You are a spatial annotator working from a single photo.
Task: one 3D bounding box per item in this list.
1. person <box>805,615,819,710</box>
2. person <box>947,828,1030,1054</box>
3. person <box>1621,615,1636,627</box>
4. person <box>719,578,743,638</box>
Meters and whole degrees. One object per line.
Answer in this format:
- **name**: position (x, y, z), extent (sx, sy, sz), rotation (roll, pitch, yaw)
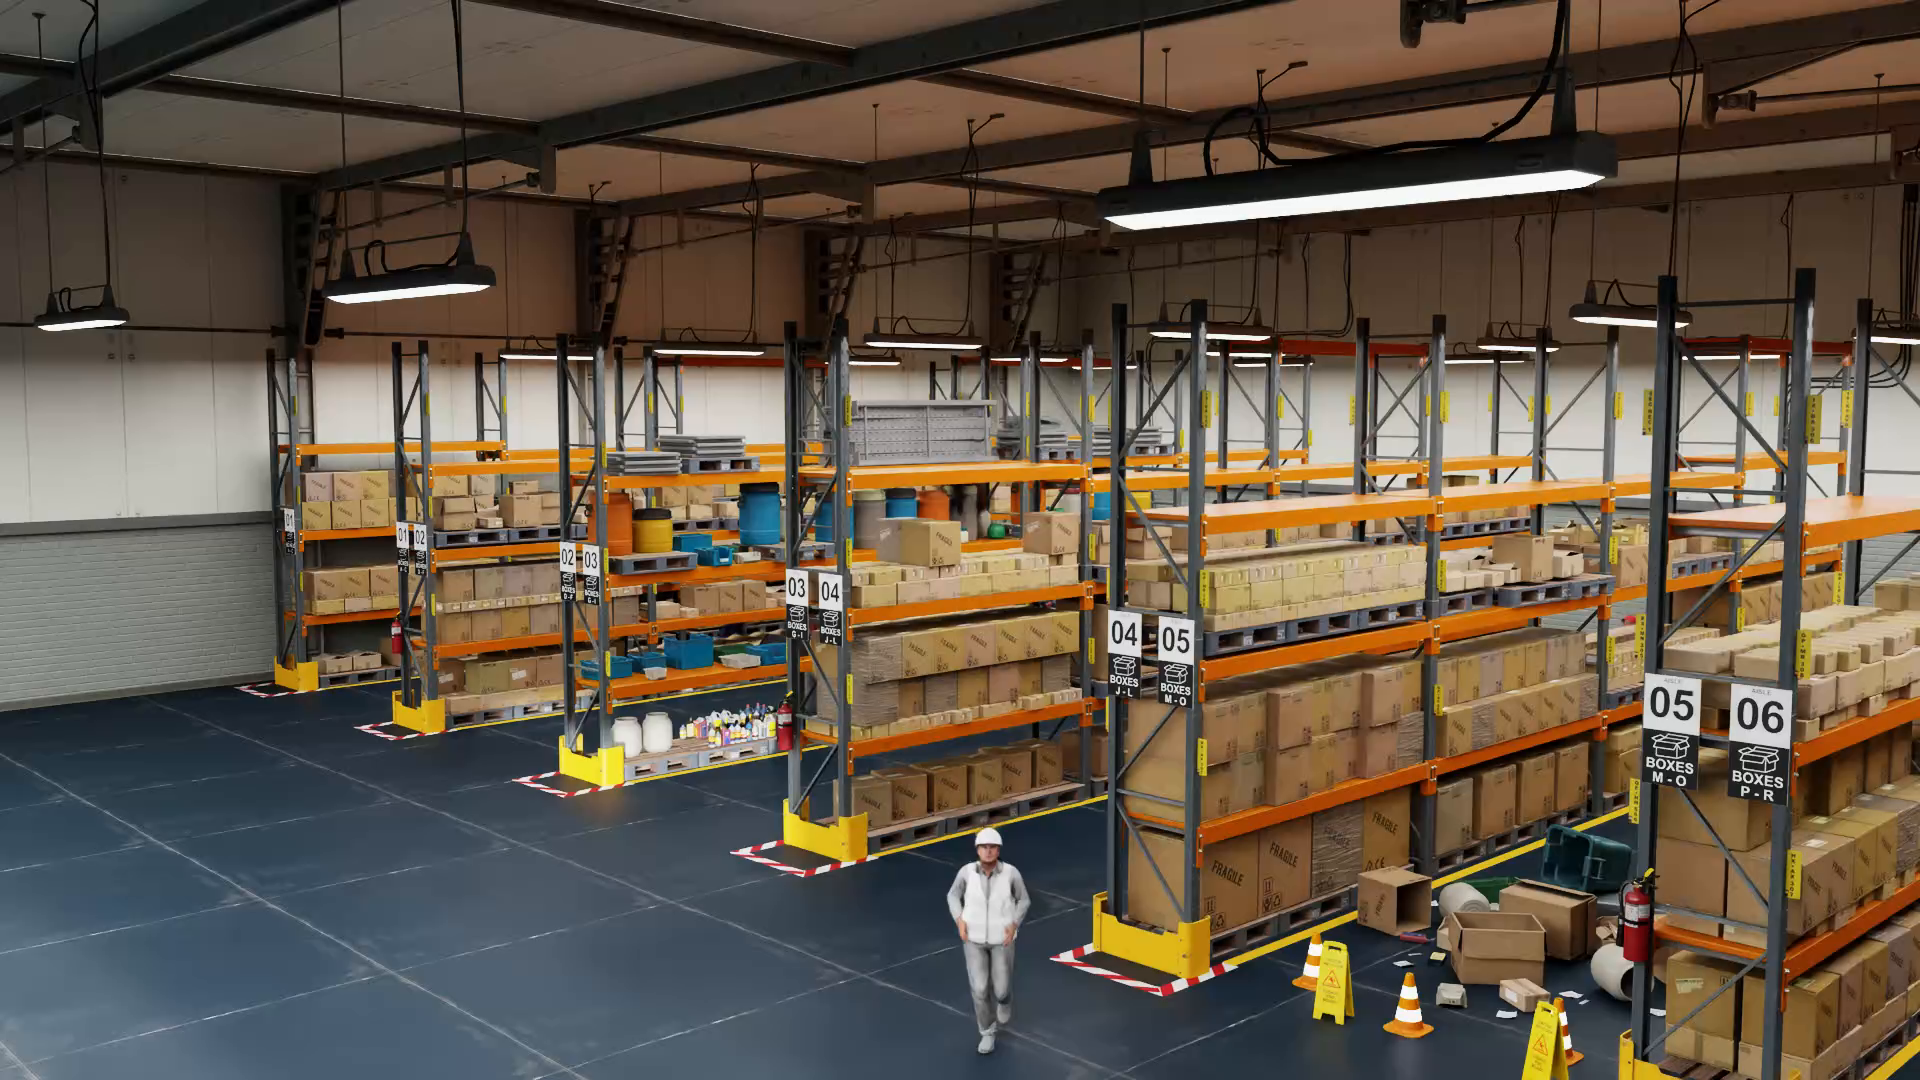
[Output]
- **person**: position (-2.358, 1.909, 27.231), extent (1.014, 1.741, 0.704), rotation (-4, 6, -40)
- **person**: position (0.224, 3.151, 13.286), extent (0.670, 1.745, 0.617), rotation (0, 5, 5)
- **person**: position (10.553, 2.048, 26.109), extent (0.672, 1.751, 0.678), rotation (-3, 6, -35)
- **person**: position (-4.394, 1.543, 32.301), extent (0.923, 1.624, 0.614), rotation (-4, 7, -41)
